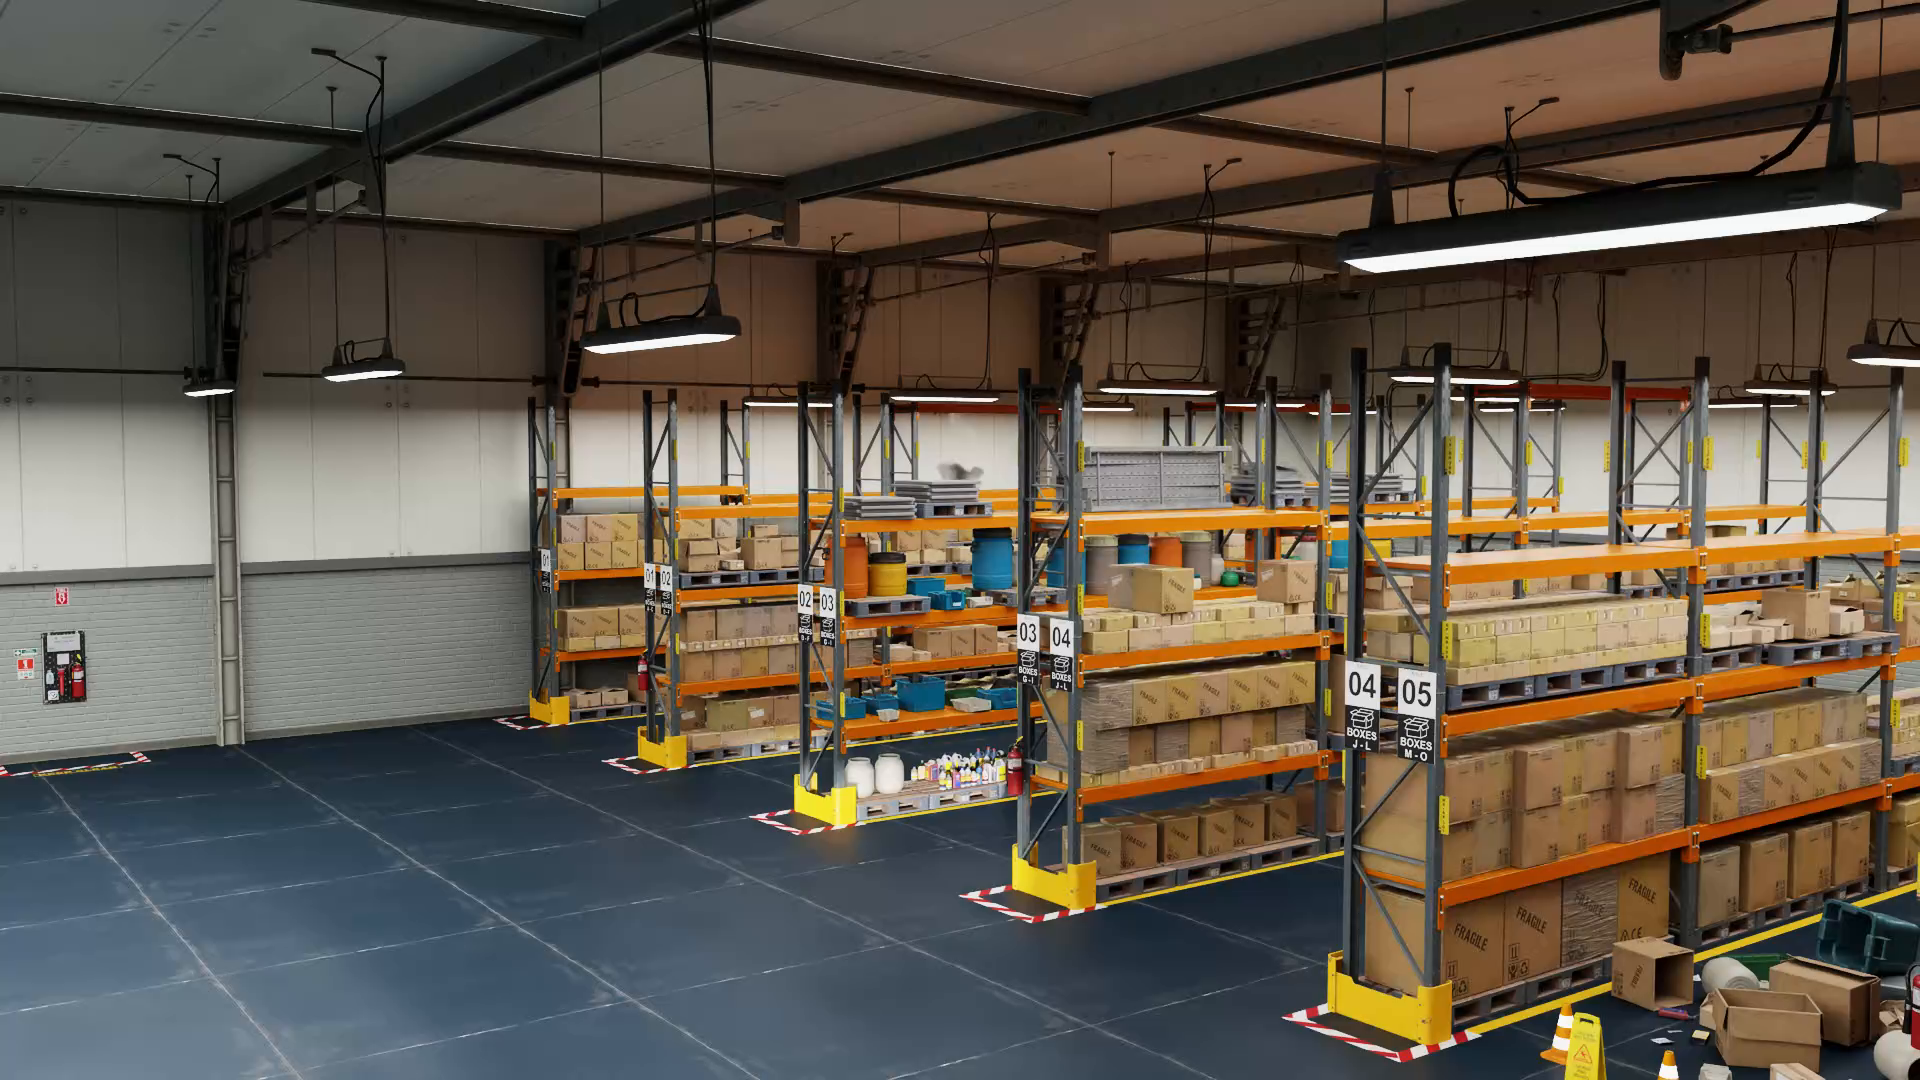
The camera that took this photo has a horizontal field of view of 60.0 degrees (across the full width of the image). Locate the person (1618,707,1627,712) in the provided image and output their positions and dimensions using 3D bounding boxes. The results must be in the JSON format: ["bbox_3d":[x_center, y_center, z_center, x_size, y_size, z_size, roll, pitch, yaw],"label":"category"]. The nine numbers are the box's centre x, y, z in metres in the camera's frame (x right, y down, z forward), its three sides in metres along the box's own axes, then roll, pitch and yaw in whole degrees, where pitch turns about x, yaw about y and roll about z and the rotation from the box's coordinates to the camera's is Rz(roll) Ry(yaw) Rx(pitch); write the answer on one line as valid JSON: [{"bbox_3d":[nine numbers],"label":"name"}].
[{"bbox_3d":[8.938,2.942,22.570,0.603,1.755,0.720,-3,4,-37],"label":"person"}]

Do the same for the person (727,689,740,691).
[{"bbox_3d":[-4.075,2.553,29.882,0.664,1.687,0.720,3,4,37],"label":"person"}]
